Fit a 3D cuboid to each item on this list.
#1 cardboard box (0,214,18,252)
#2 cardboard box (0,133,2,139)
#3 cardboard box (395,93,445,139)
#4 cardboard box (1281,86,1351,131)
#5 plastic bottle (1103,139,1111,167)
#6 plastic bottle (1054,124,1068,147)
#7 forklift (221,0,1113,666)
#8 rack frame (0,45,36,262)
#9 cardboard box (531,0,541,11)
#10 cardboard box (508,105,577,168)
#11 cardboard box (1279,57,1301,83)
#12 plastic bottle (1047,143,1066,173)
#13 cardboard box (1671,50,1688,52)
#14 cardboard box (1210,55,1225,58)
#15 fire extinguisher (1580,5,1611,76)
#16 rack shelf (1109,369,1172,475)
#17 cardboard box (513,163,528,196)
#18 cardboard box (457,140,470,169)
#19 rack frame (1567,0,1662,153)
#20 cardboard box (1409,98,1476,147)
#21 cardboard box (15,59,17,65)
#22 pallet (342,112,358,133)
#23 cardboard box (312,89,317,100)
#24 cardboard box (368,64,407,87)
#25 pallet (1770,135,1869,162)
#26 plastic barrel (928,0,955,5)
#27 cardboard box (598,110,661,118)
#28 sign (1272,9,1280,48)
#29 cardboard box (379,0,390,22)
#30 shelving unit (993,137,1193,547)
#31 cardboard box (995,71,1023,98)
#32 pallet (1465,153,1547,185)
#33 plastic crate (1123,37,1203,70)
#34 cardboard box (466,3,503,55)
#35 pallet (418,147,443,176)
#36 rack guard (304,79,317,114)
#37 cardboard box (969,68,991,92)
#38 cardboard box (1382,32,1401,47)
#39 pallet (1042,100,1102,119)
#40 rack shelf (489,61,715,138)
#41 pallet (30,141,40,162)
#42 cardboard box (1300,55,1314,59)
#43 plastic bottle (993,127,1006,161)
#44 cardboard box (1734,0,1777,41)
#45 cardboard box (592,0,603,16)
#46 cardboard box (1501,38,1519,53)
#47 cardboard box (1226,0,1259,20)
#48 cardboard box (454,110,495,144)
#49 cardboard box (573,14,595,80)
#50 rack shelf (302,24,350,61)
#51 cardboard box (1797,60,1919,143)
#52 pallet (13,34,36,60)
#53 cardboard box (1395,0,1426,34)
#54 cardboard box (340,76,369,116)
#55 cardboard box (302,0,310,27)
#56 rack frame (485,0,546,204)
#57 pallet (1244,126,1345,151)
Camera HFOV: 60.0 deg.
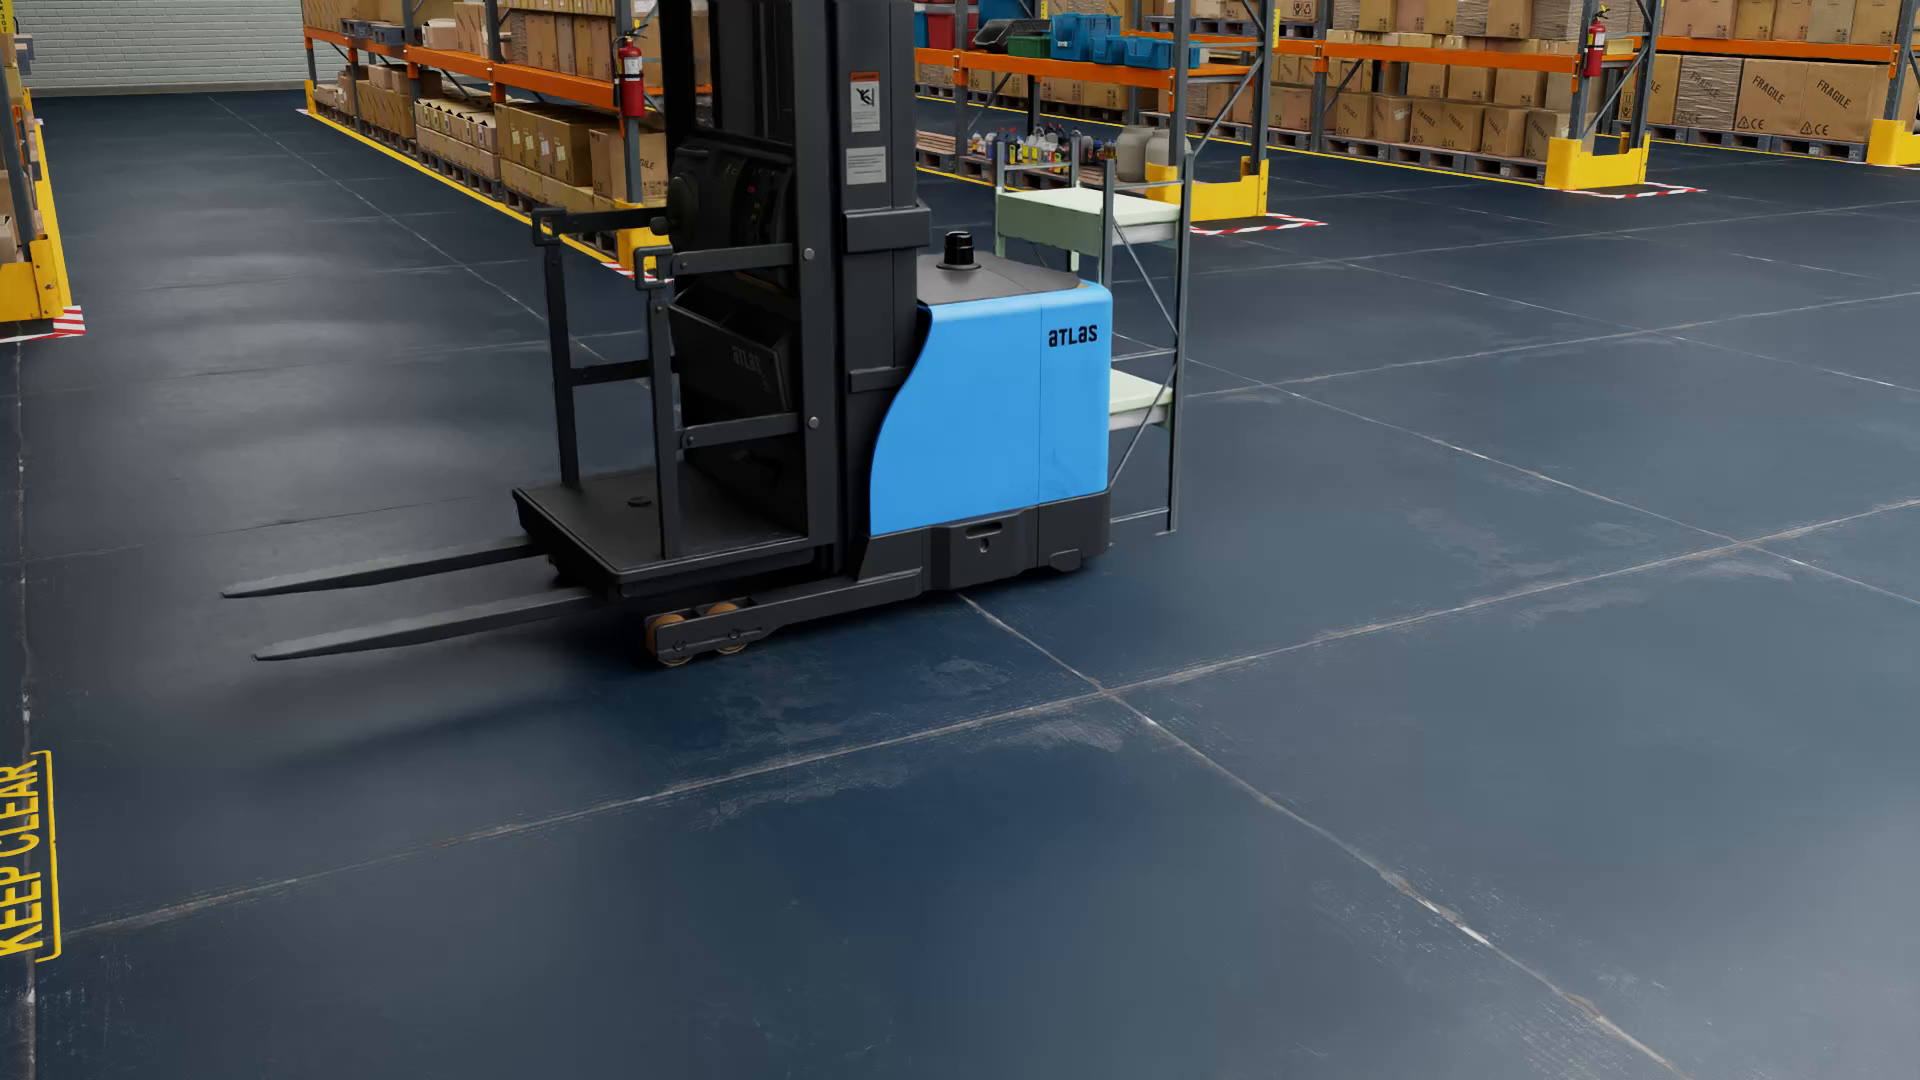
[{"bbox_3d":[-6.924,-2.122,11.631,0.500,0.311,0.500,-8,21,-22],"label":"cardboard box"},{"bbox_3d":[-9.164,-3.486,15.292,0.700,0.500,0.500,-10,21,-26],"label":"cardboard box"},{"bbox_3d":[-6.496,-5.133,20.065,0.500,0.500,0.500,-9,21,-25],"label":"cardboard box"},{"bbox_3d":[4.502,-5.465,21.028,0.700,0.500,0.500,-12,22,-31],"label":"cardboard box"},{"bbox_3d":[1.518,-3.958,17.011,0.097,0.271,0.097,0,19,0],"label":"plastic bottle"},{"bbox_3d":[1.066,-4.252,17.743,0.144,0.351,0.185,-11,22,-29],"label":"plastic bottle"},{"bbox_3d":[-0.959,-1.170,5.528,3.031,2.935,1.130,-11,22,-29],"label":"forklift"},{"bbox_3d":[-6.404,-2.809,10.174,1.000,3.000,0.127,-10,21,-27],"label":"rack frame"},{"bbox_3d":[-3.502,-4.679,14.446,0.380,0.149,0.250,-11,22,-28],"label":"cardboard box"},{"bbox_3d":[-3.756,-3.655,15.047,0.500,0.500,0.500,-10,21,-27],"label":"cardboard box"},{"bbox_3d":[5.759,-7.907,28.136,0.500,0.500,0.500,-9,21,-24],"label":"cardboard box"},{"bbox_3d":[0.962,-3.800,16.547,0.152,0.276,0.135,-10,21,-26],"label":"plastic bottle"},{"bbox_3d":[14.357,-9.552,32.904,0.500,0.500,0.500,-10,22,-27],"label":"cardboard box"},{"bbox_3d":[4.710,-8.626,29.847,0.380,0.149,0.250,-10,22,-27],"label":"cardboard box"},{"bbox_3d":[6.323,-4.970,16.555,0.296,0.674,0.183,-10,21,-27],"label":"fire extinguisher"},{"bbox_3d":[0.506,-0.501,6.783,0.431,0.370,0.720,-11,22,-30],"label":"rack shelf"},{"bbox_3d":[-3.759,-3.300,15.168,0.500,0.250,0.500,-10,21,-27],"label":"cardboard box"},{"bbox_3d":[-4.879,-3.991,17.170,0.500,0.250,0.500,-9,21,-25],"label":"cardboard box"},{"bbox_3d":[6.674,-5.111,16.844,1.000,3.000,0.127,-10,21,-27],"label":"rack frame"},{"bbox_3d":[5.572,-4.826,19.206,0.500,0.500,0.500,-12,22,-31],"label":"cardboard box"},{"bbox_3d":[-6.852,-3.231,11.596,0.500,0.250,0.500,-10,22,-28],"label":"cardboard box"},{"bbox_3d":[-8.070,-5.901,23.410,1.003,0.211,1.213,-10,21,-27],"label":"pallet"},{"bbox_3d":[-9.747,-6.857,25.602,0.380,0.149,0.250,-10,21,-27],"label":"cardboard box"},{"bbox_3d":[-7.254,-5.939,21.254,0.500,0.250,0.500,-10,21,-27],"label":"cardboard box"},{"bbox_3d":[10.638,-4.749,20.072,1.003,0.211,1.213,-10,21,-27],"label":"pallet"},{"bbox_3d":[-0.194,-6.075,19.431,0.433,0.535,0.433,0,19,0],"label":"plastic barrel"},{"bbox_3d":[-2.815,-3.450,14.453,0.500,0.500,0.500,-10,21,-27],"label":"cardboard box"},{"bbox_3d":[2.801,-4.559,14.819,0.100,0.325,0.005,-10,21,-27],"label":"sign"},{"bbox_3d":[-6.851,-6.770,20.857,0.700,0.500,0.500,-17,25,-40],"label":"cardboard box"},{"bbox_3d":[0.506,-0.809,6.677,0.431,1.500,0.755,-11,22,-30],"label":"shelving unit"},{"bbox_3d":[1.297,-7.569,26.582,1.225,0.875,0.875,-10,21,-26],"label":"cardboard box"},{"bbox_3d":[6.283,-4.053,18.054,1.003,0.211,1.213,-10,21,-27],"label":"pallet"},{"bbox_3d":[1.814,-4.371,14.927,0.499,0.251,0.616,-10,21,-27],"label":"plastic crate"},{"bbox_3d":[-4.784,-5.291,17.213,0.500,0.500,0.500,-10,21,-27],"label":"cardboard box"},{"bbox_3d":[-5.488,-4.314,18.808,1.003,0.211,1.213,-10,21,-27],"label":"pallet"},{"bbox_3d":[-9.608,-6.967,26.056,1.175,0.500,0.348,-10,21,-27],"label":"rack guard"},{"bbox_3d":[0.733,-7.952,27.690,0.875,0.875,0.875,-10,21,-27],"label":"cardboard box"},{"bbox_3d":[5.072,-5.742,19.060,0.380,0.149,0.250,-10,21,-27],"label":"cardboard box"},{"bbox_3d":[1.992,-6.677,25.658,1.003,0.211,1.213,-10,21,-27],"label":"pallet"},{"bbox_3d":[-2.996,-3.812,14.182,1.077,0.370,4.000,-10,21,-27],"label":"rack shelf"},{"bbox_3d":[-11.086,-4.375,18.987,1.003,0.211,1.213,-10,21,-27],"label":"pallet"},{"bbox_3d":[6.000,-8.114,27.585,0.500,0.250,0.500,-9,21,-25],"label":"cardboard box"},{"bbox_3d":[0.434,-4.152,17.451,0.144,0.351,0.185,-9,21,-25],"label":"plastic bottle"},{"bbox_3d":[10.147,-6.501,20.643,0.875,0.550,0.500,-10,21,-27],"label":"cardboard box"},{"bbox_3d":[-2.642,-4.160,12.941,0.380,0.149,0.250,-10,22,-27],"label":"cardboard box"},{"bbox_3d":[5.970,-5.252,17.638,0.380,0.149,0.250,-10,21,-27],"label":"cardboard box"},{"bbox_3d":[3.870,-6.990,21.487,0.797,0.503,0.637,-8,20,-21],"label":"cardboard box"},{"bbox_3d":[-4.878,-4.253,17.071,0.500,0.311,0.500,-10,21,-27],"label":"cardboard box"},{"bbox_3d":[-2.741,-4.054,13.629,0.700,0.500,0.500,-10,21,-26],"label":"cardboard box"},{"bbox_3d":[-8.694,-7.256,24.165,1.077,0.370,4.000,-10,21,-27],"label":"rack shelf"},{"bbox_3d":[10.707,-5.229,19.799,0.875,0.875,0.875,-10,21,-26],"label":"cardboard box"},{"bbox_3d":[-9.771,-4.827,16.315,1.213,0.211,1.003,-10,21,-27],"label":"pallet"},{"bbox_3d":[5.466,-6.031,18.902,0.875,0.500,0.500,-10,21,-27],"label":"cardboard box"},{"bbox_3d":[-8.265,-6.168,23.066,0.500,0.500,0.500,-10,21,-27],"label":"cardboard box"},{"bbox_3d":[-9.665,-8.050,25.208,0.500,0.500,0.500,-9,21,-26],"label":"cardboard box"},{"bbox_3d":[-3.945,-4.726,15.728,1.000,3.000,0.127,-10,21,-27],"label":"rack frame"},{"bbox_3d":[4.403,-5.164,21.274,1.003,0.211,1.213,-10,21,-27],"label":"pallet"}]
